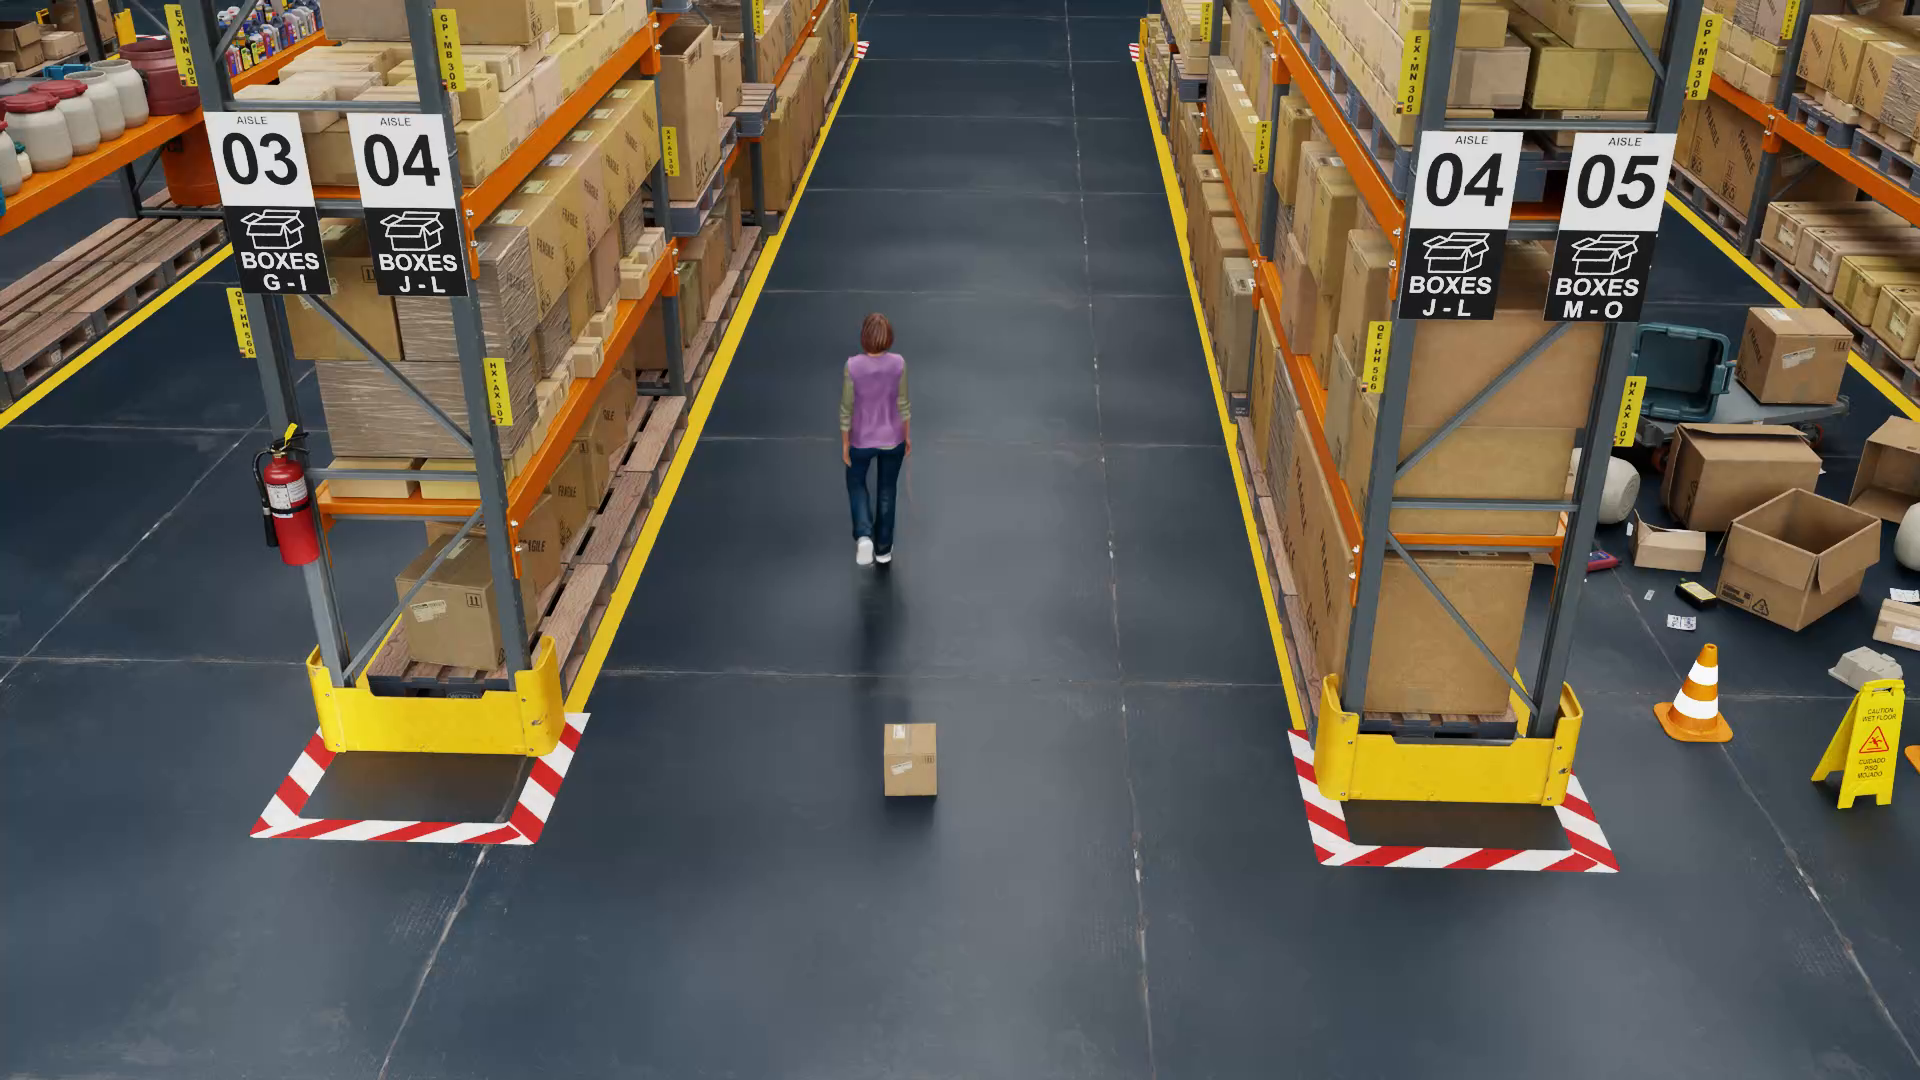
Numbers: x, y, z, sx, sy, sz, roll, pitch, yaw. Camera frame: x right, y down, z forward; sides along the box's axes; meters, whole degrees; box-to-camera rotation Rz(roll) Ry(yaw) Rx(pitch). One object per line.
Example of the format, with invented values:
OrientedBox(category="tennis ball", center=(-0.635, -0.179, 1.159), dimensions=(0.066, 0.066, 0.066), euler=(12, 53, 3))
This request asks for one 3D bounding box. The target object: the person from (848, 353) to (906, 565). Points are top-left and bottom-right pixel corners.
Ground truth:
OrientedBox(category="person", center=(-0.481, -0.466, 9.689), dimensions=(0.349, 1.356, 0.460), euler=(-3, 29, -6))
